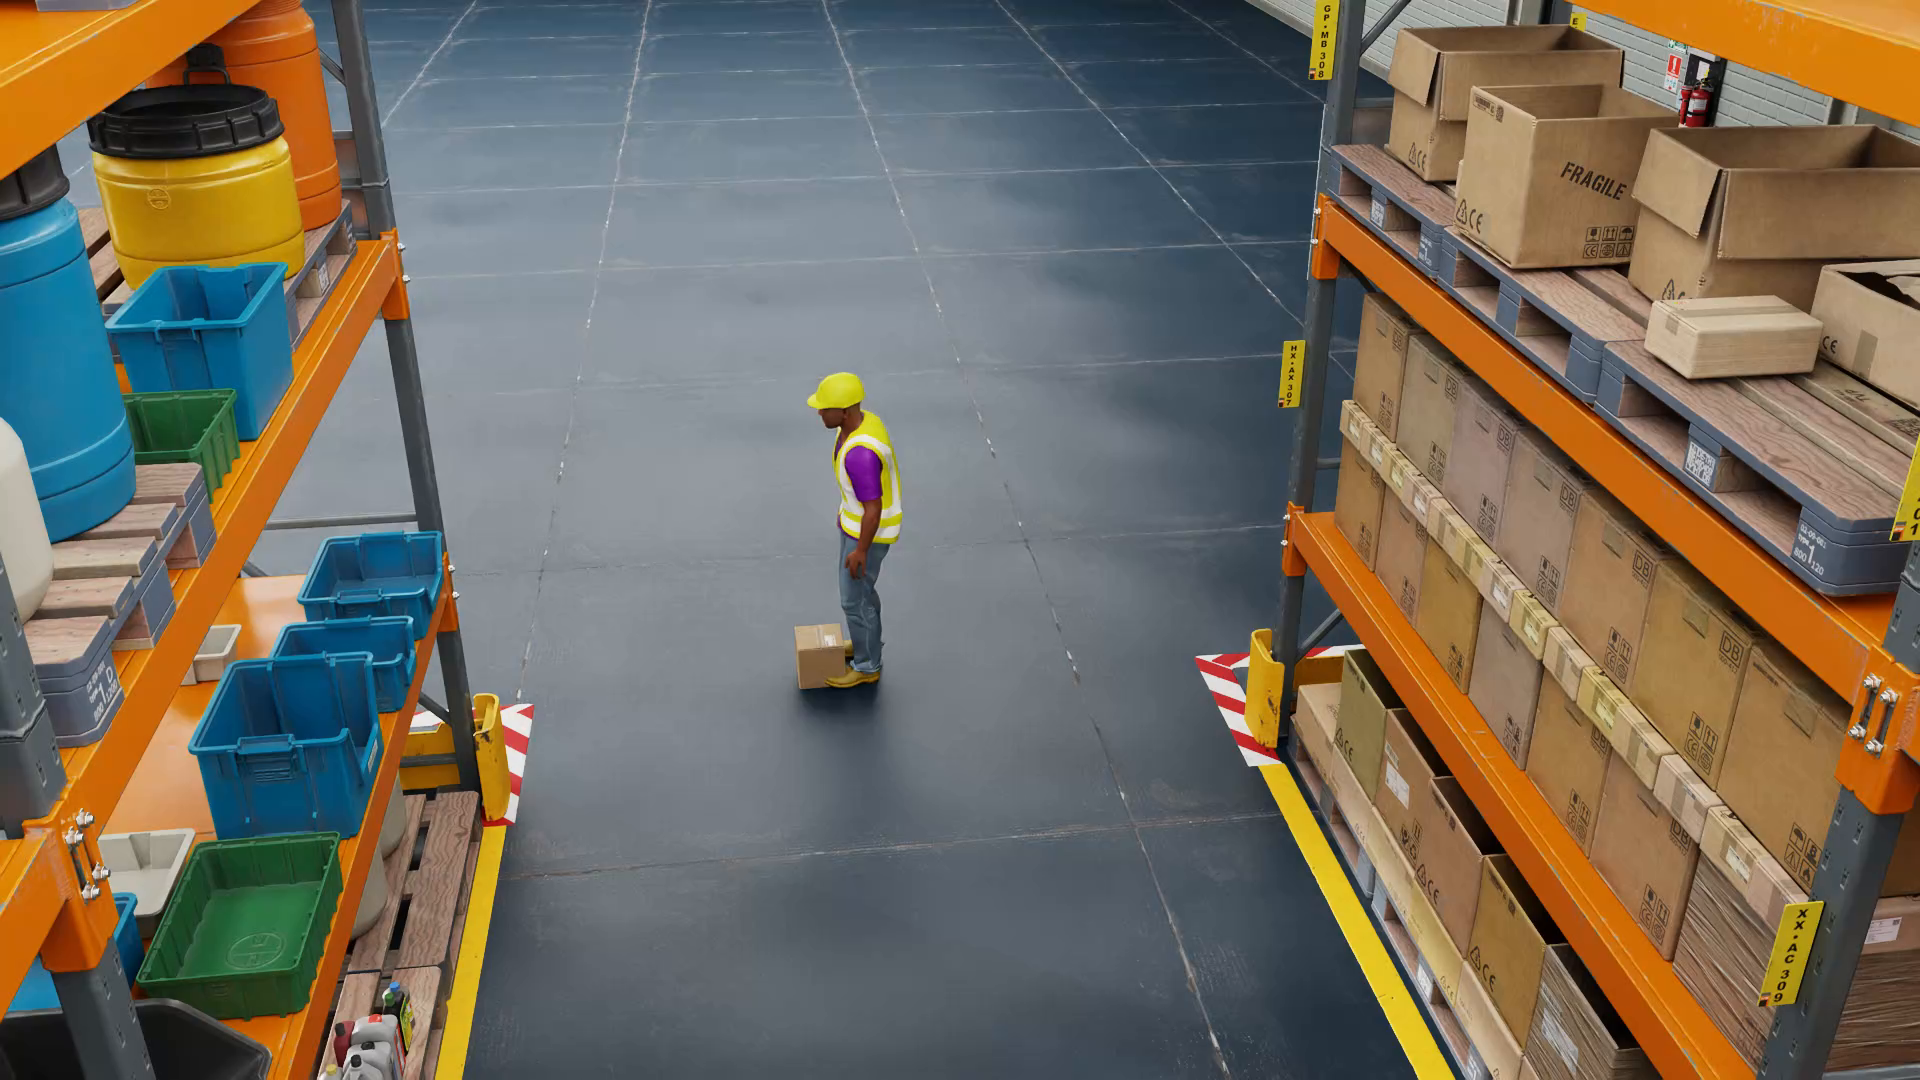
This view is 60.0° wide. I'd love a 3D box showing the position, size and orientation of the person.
[{"bbox_3d":[-0.538,-0.060,8.719,0.460,1.757,0.627,-4,27,-7],"label":"person"}]
